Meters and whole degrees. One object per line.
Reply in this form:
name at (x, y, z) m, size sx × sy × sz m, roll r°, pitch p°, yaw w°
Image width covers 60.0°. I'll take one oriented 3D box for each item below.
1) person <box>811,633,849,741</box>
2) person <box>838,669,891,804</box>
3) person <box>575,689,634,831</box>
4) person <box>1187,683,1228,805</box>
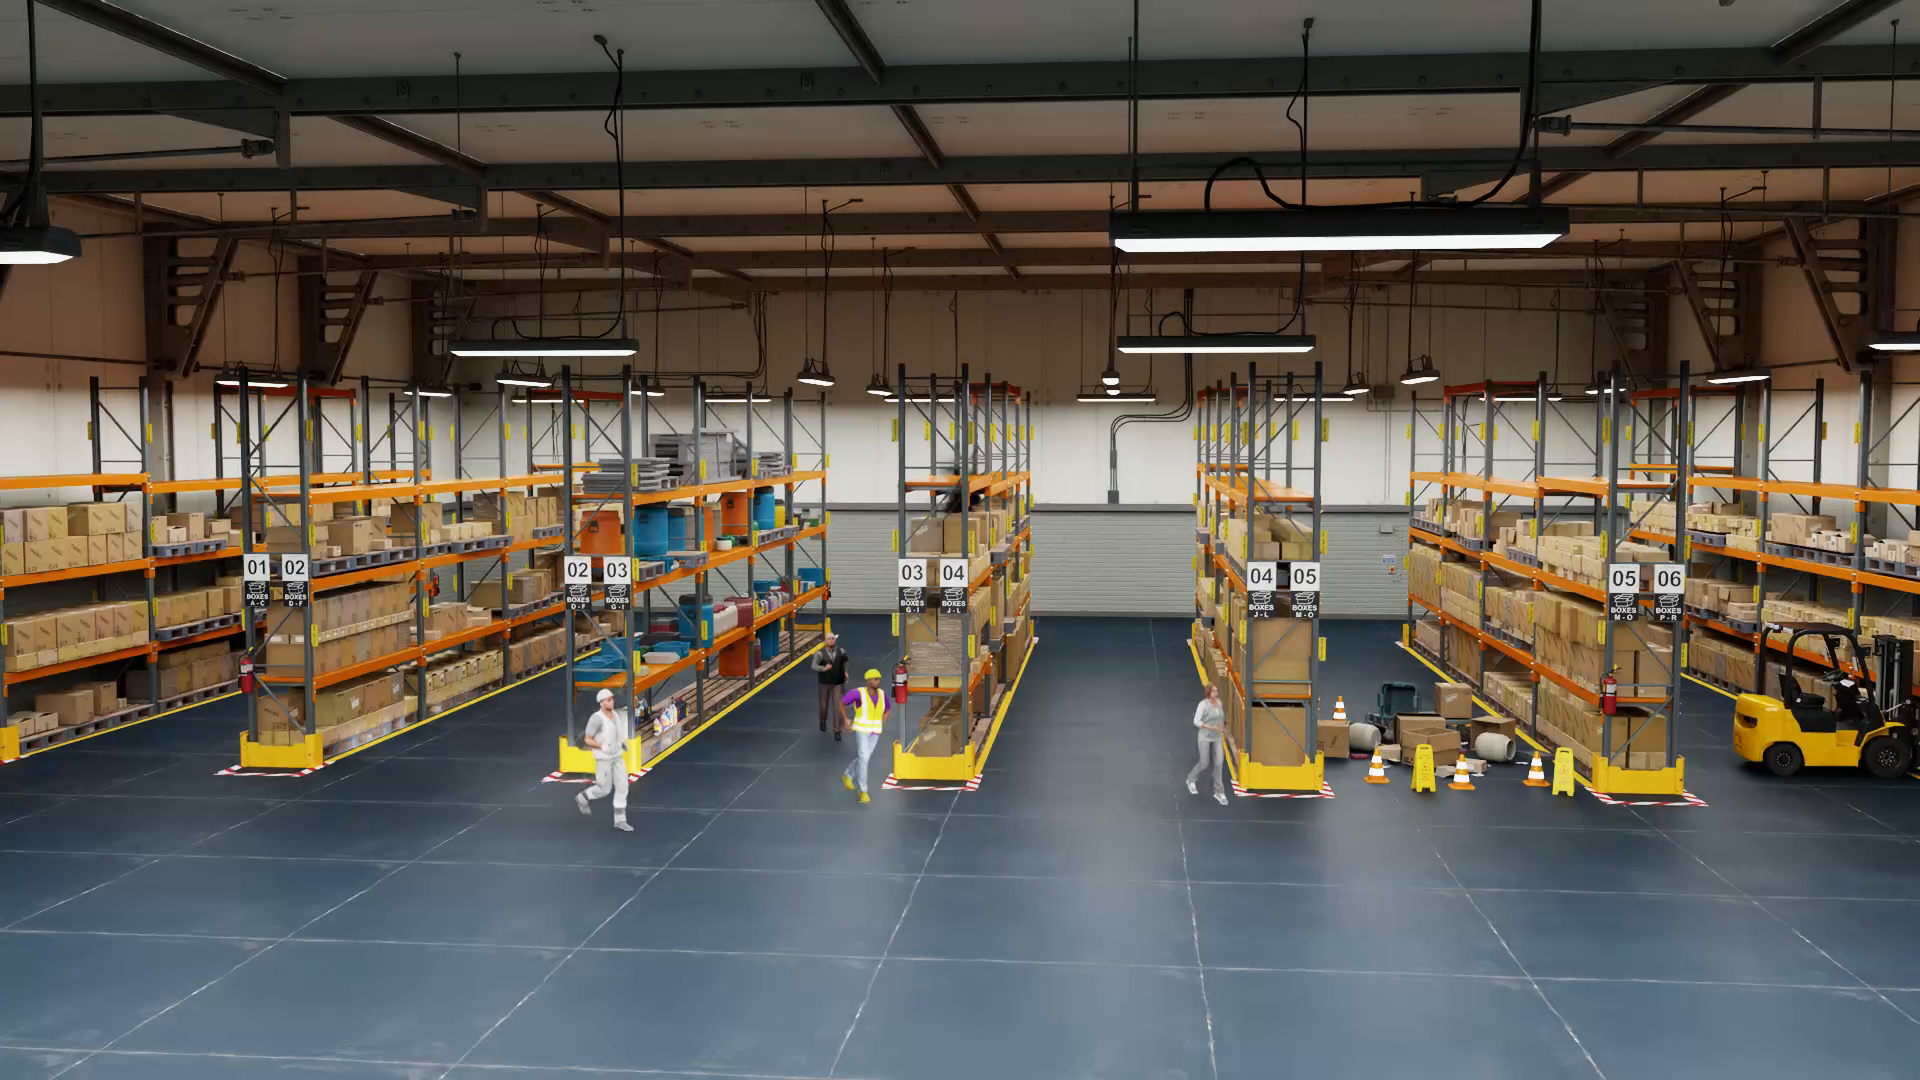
person at (-2.111, 2.374, 27.226) m, size 0.658 × 1.706 × 0.971 m, roll -1°, pitch 4°, yaw -11°
person at (-1.278, 2.668, 22.972) m, size 0.730 × 1.785 × 0.895 m, roll -3°, pitch 5°, yaw -36°
person at (-4.490, 2.772, 21.077) m, size 0.899 × 1.783 × 0.656 m, roll 2°, pitch 4°, yaw 31°
person at (3.397, 2.745, 22.687) m, size 0.561 × 1.624 × 0.777 m, roll -2°, pitch 4°, yaw -28°
